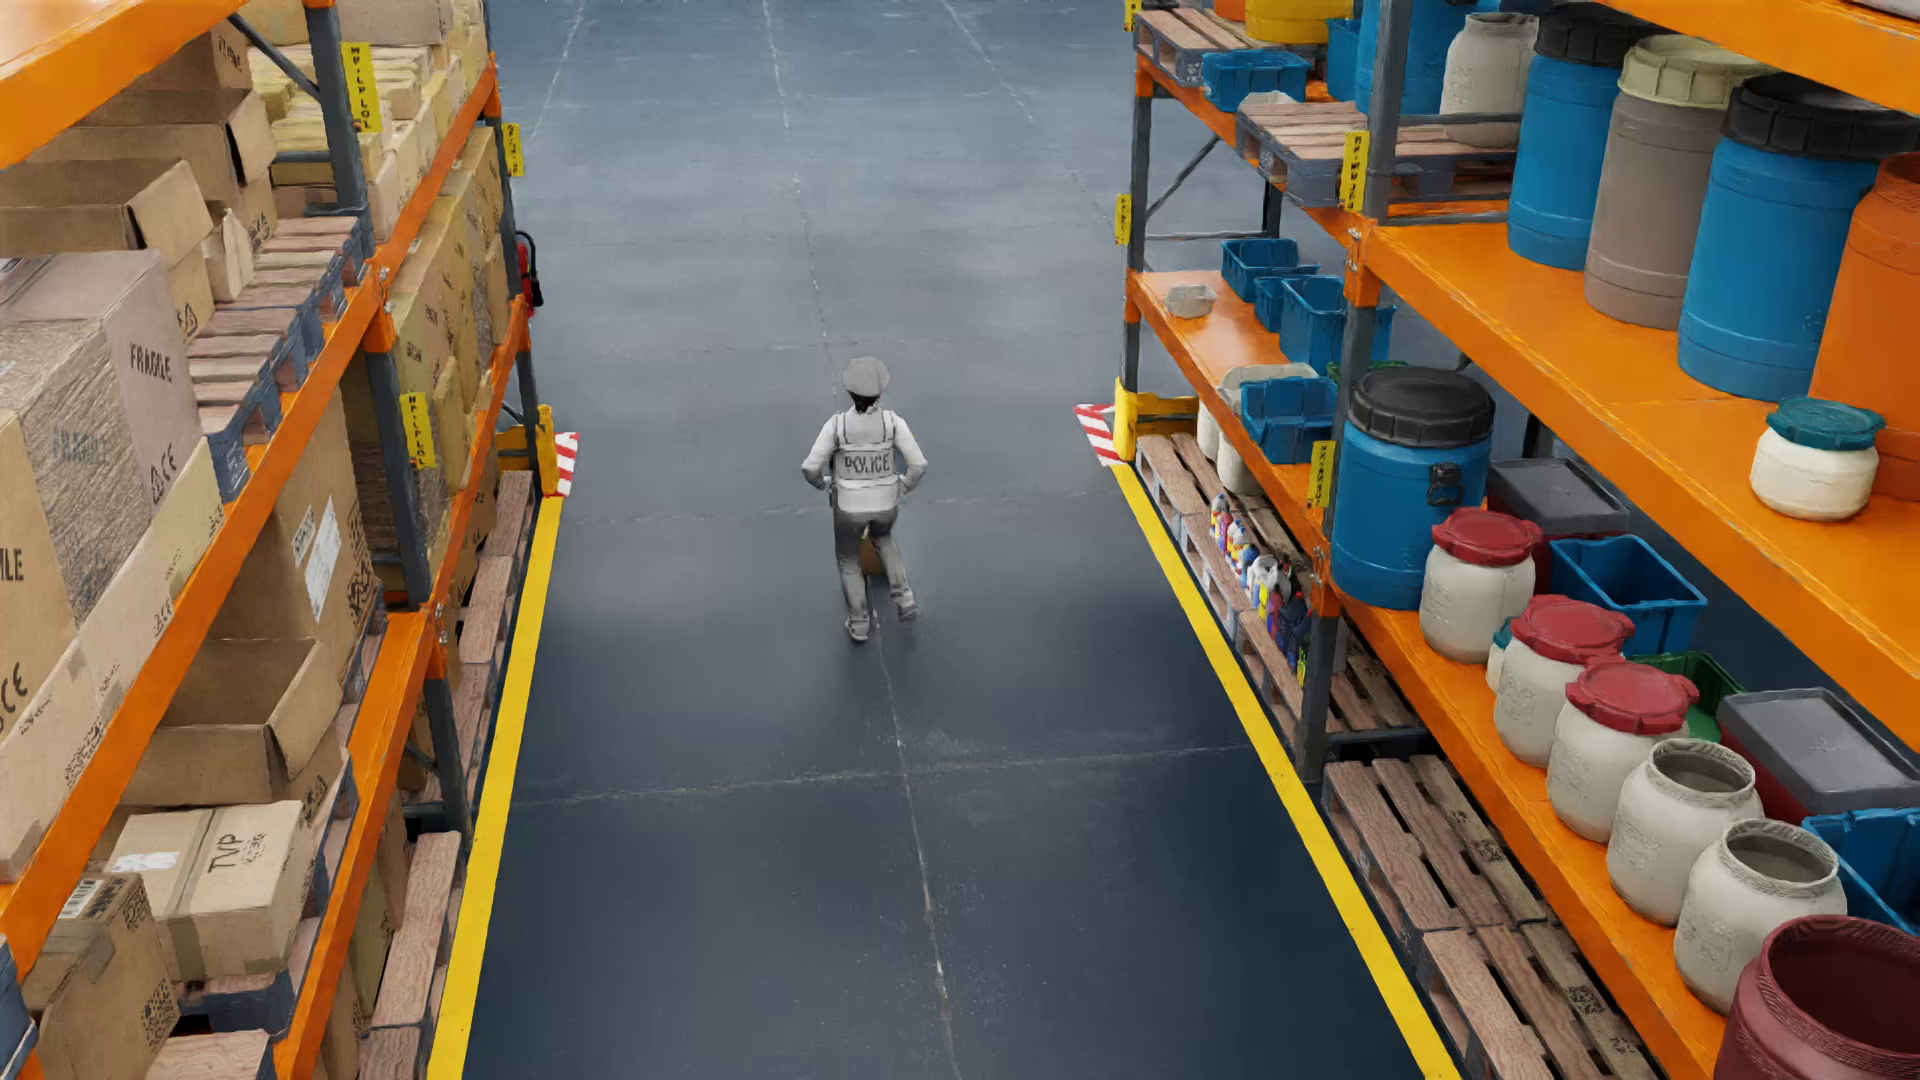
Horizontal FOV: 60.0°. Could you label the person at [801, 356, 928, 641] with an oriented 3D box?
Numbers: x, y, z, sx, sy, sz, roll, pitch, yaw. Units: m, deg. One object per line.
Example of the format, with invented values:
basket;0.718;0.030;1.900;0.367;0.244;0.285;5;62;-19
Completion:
person;-0.544;-0.220;9.054;0.660;1.667;0.467;-9;29;-16
